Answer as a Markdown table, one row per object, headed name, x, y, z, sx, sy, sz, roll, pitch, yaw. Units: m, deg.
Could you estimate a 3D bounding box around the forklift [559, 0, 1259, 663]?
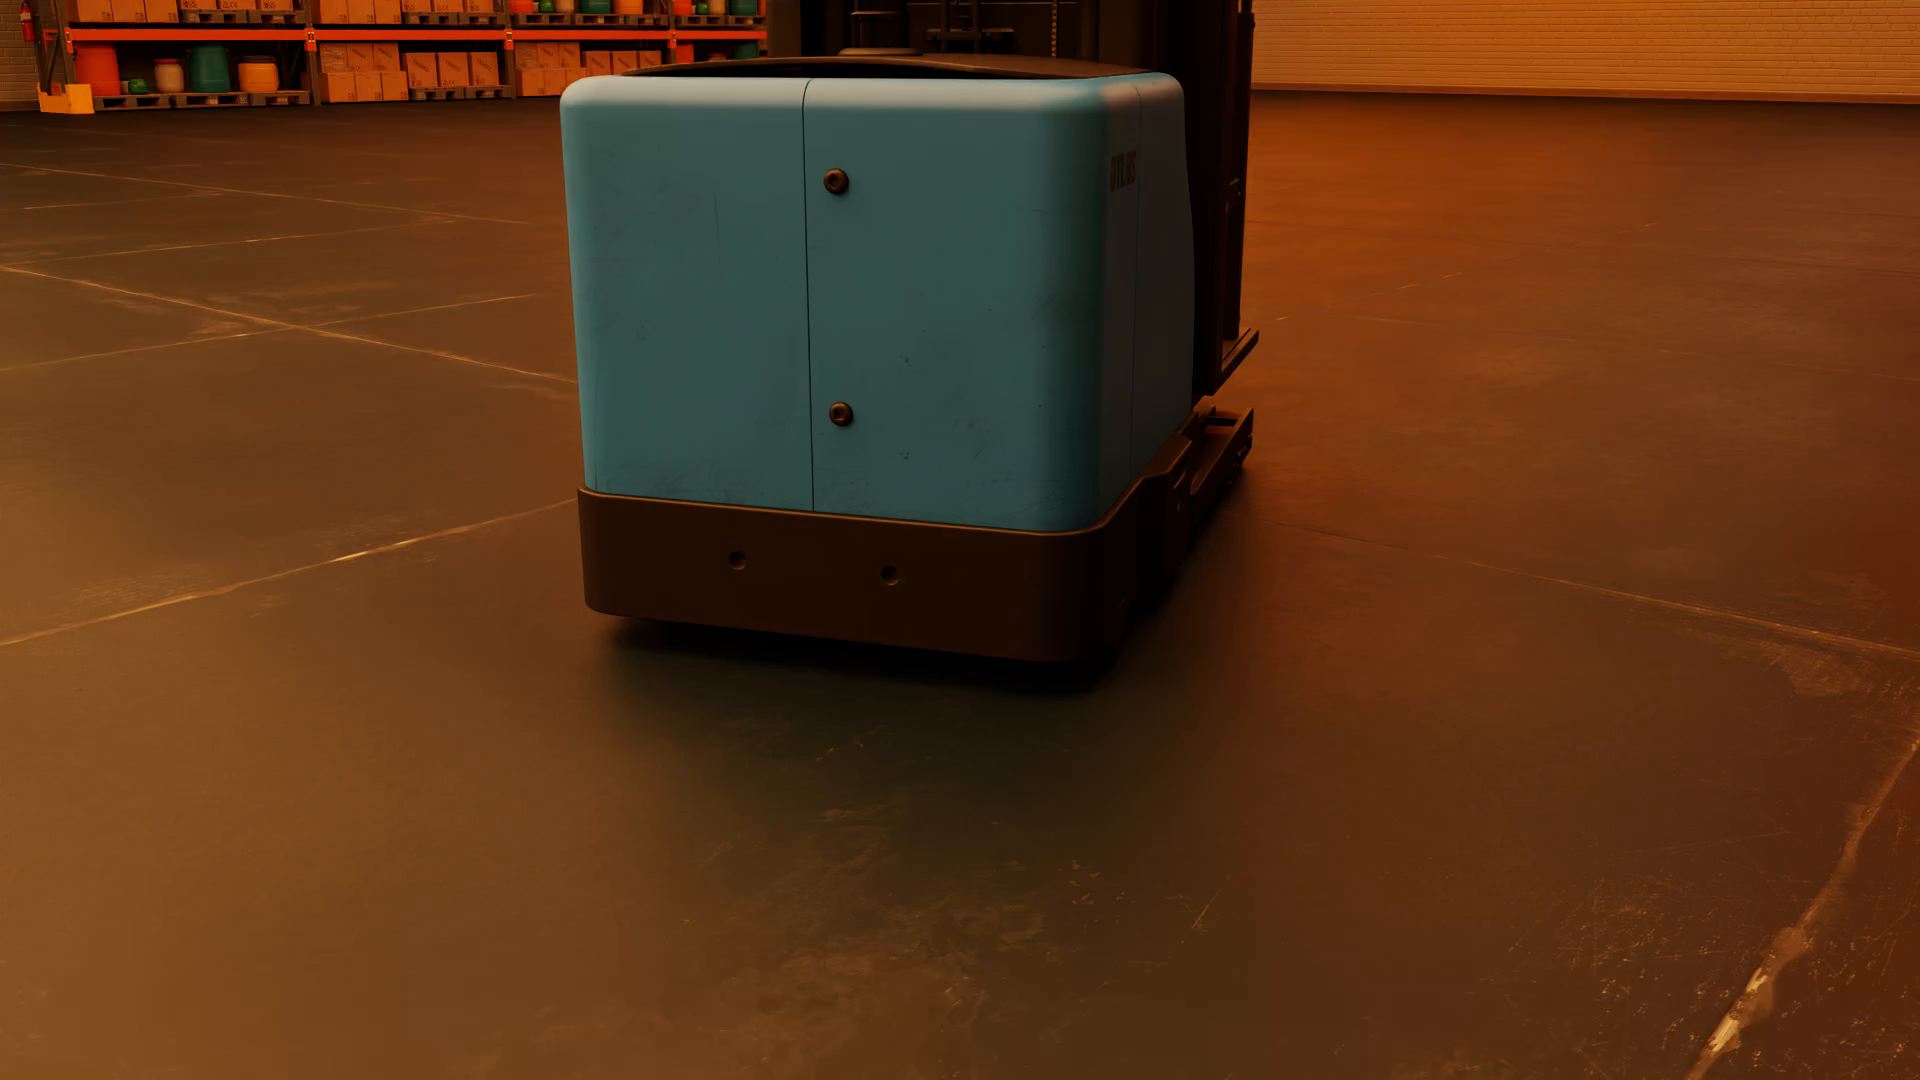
| name | x | y | z | sx | sy | sz | roll | pitch | yaw |
| --- | --- | --- | --- | --- | --- | --- | --- | --- | --- |
| forklift | 0.182 | -1.571 | 4.072 | 1.130 | 2.935 | 3.031 | 5 | 18 | 17 |
